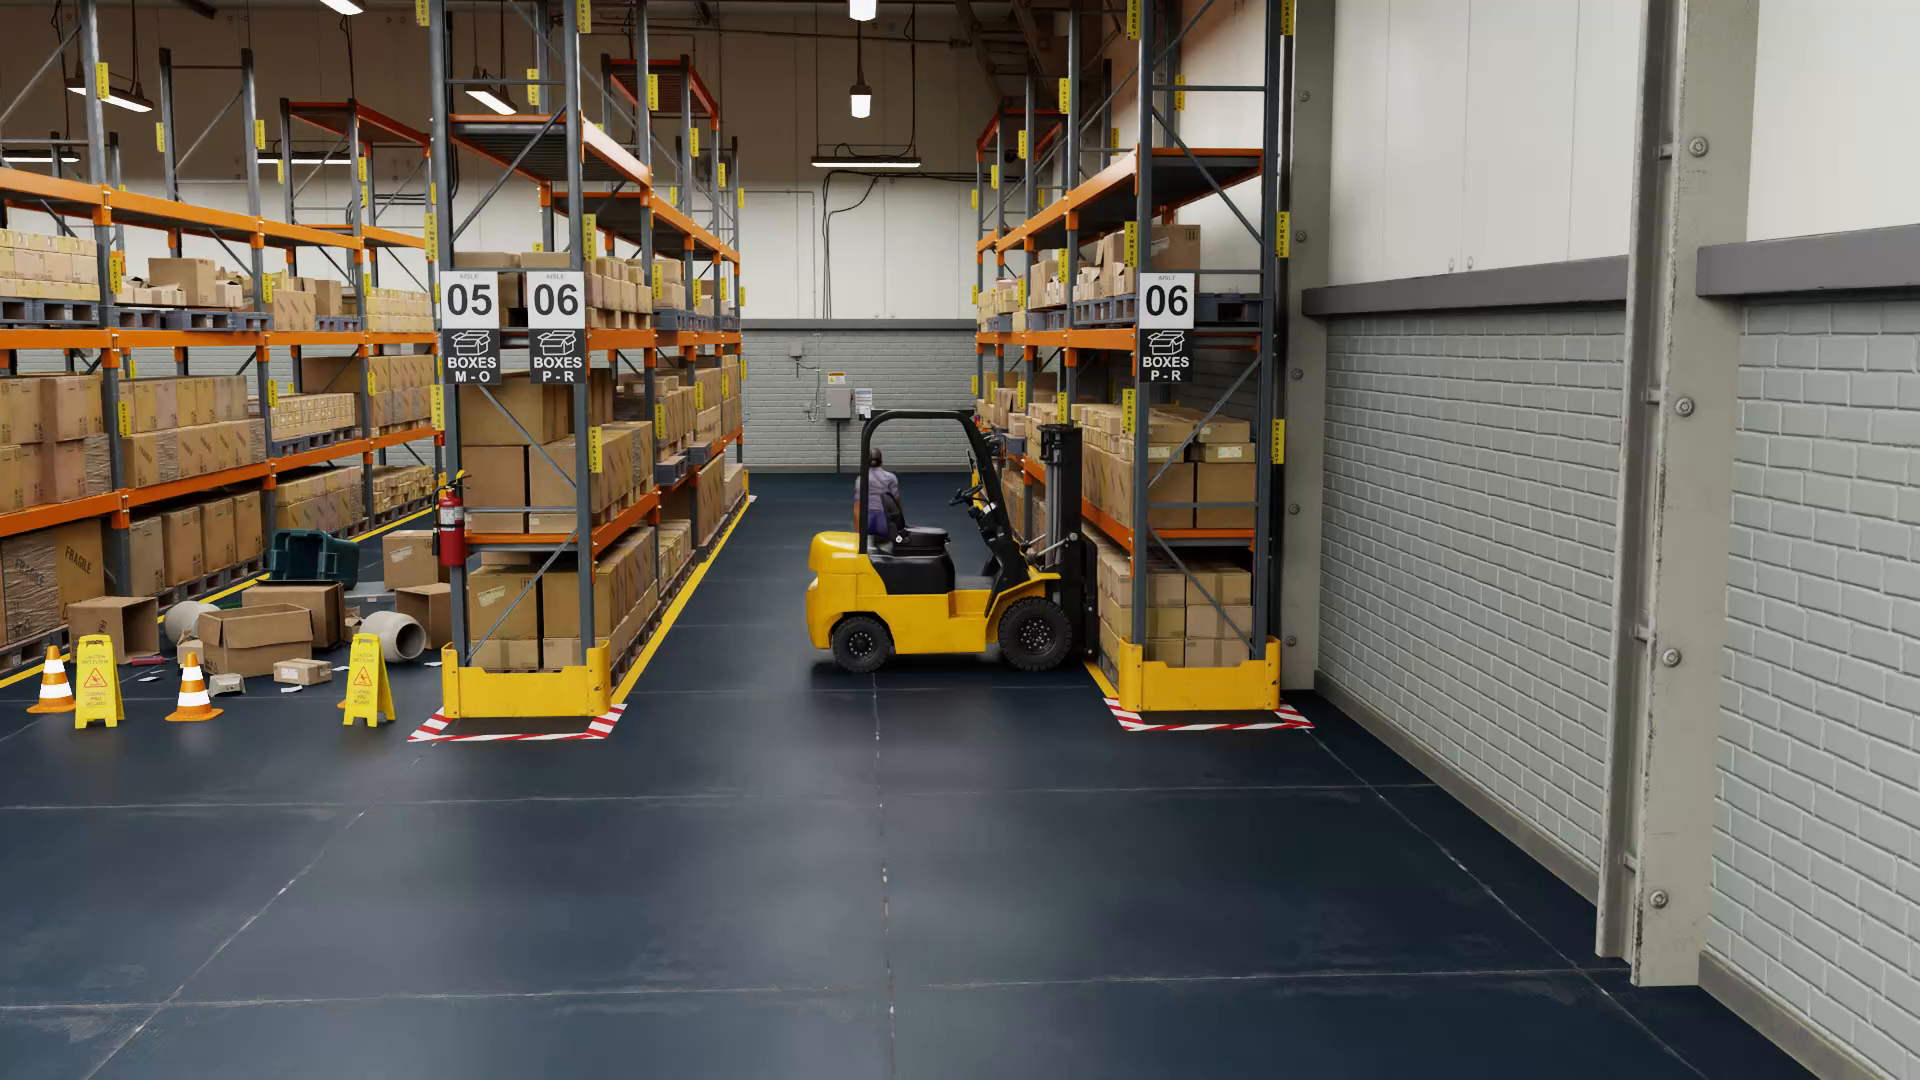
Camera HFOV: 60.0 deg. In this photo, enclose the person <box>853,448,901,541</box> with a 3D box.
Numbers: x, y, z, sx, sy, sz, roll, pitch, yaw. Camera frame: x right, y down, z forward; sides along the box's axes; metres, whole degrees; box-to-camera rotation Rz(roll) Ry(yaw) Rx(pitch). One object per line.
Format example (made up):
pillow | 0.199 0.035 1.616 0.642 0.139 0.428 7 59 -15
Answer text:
person | -0.835 -0.129 16.852 0.512 1.603 0.806 -1 7 -12
